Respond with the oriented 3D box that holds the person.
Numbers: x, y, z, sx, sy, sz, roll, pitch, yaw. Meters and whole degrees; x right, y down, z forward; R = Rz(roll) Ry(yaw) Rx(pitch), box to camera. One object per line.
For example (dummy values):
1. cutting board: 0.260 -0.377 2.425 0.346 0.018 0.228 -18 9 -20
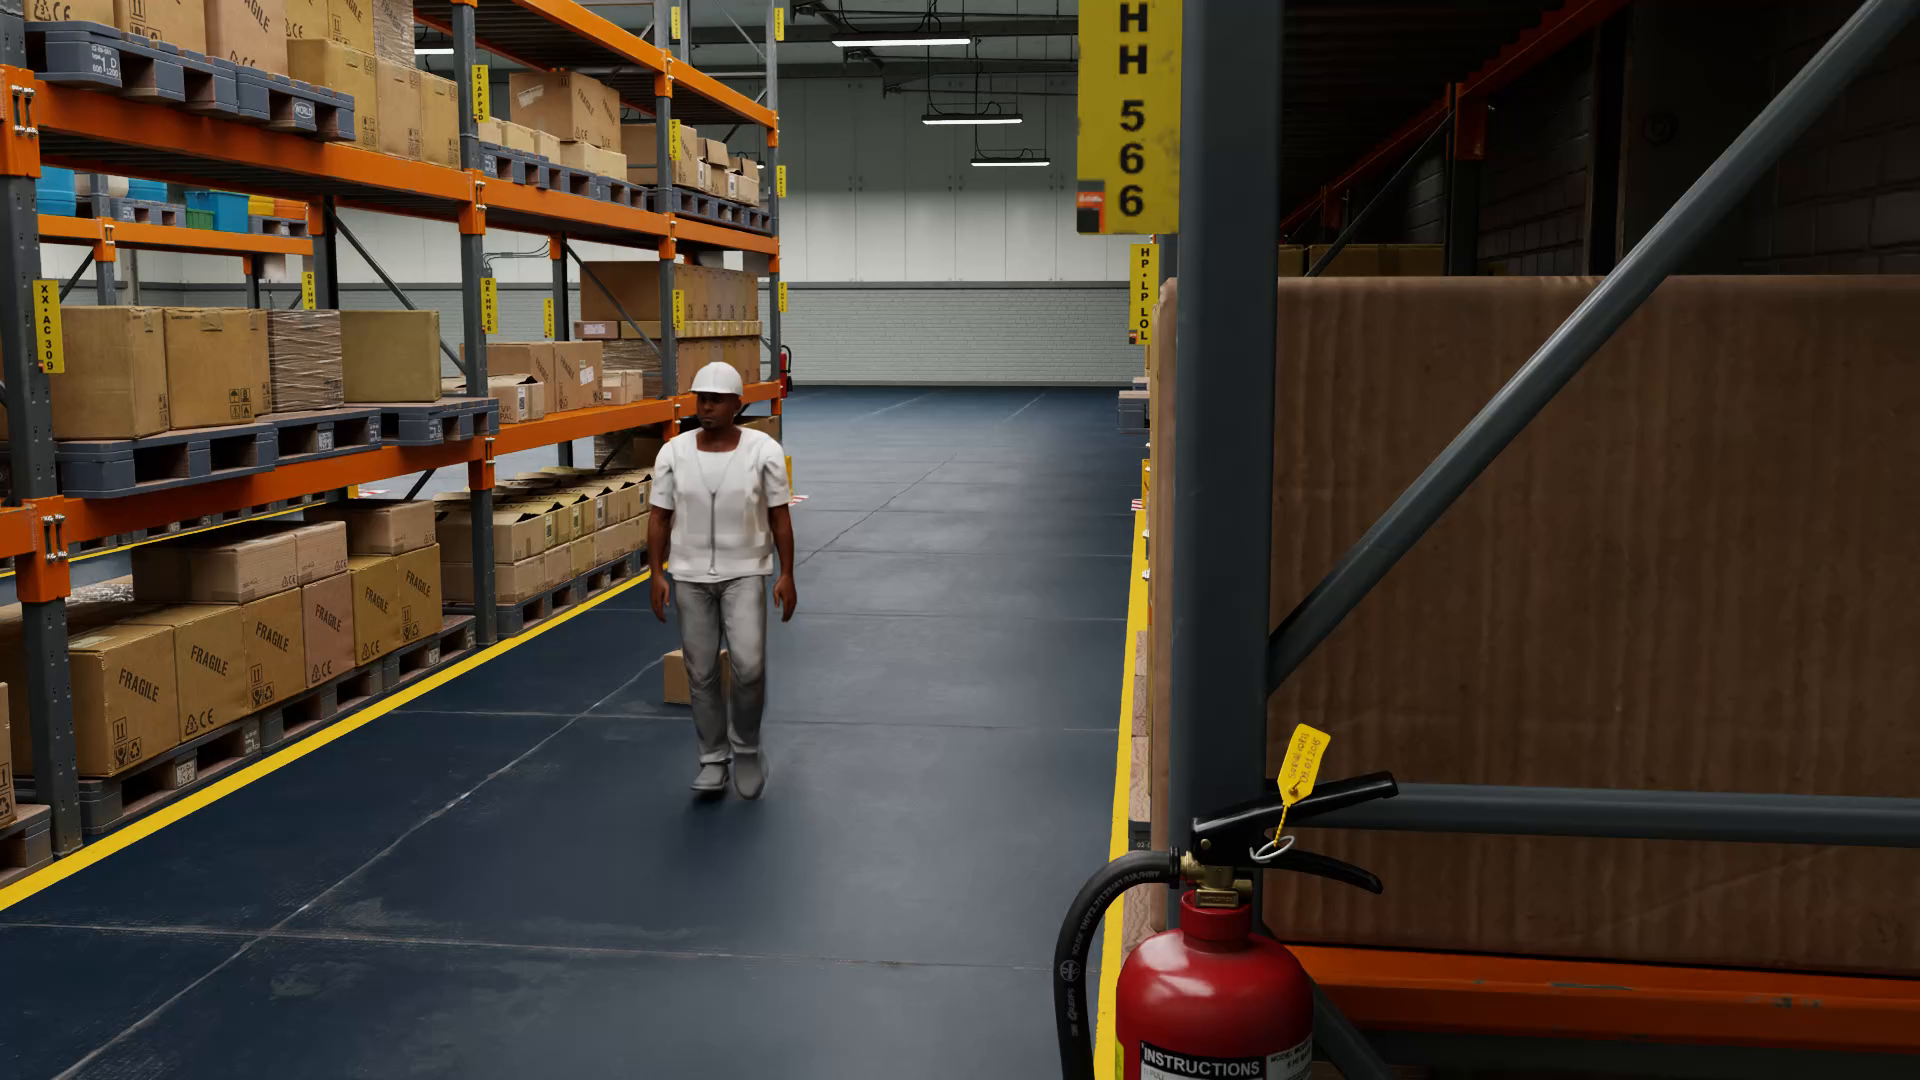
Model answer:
1. person: -0.981 0.181 6.747 0.599 1.794 0.468 1 8 4
